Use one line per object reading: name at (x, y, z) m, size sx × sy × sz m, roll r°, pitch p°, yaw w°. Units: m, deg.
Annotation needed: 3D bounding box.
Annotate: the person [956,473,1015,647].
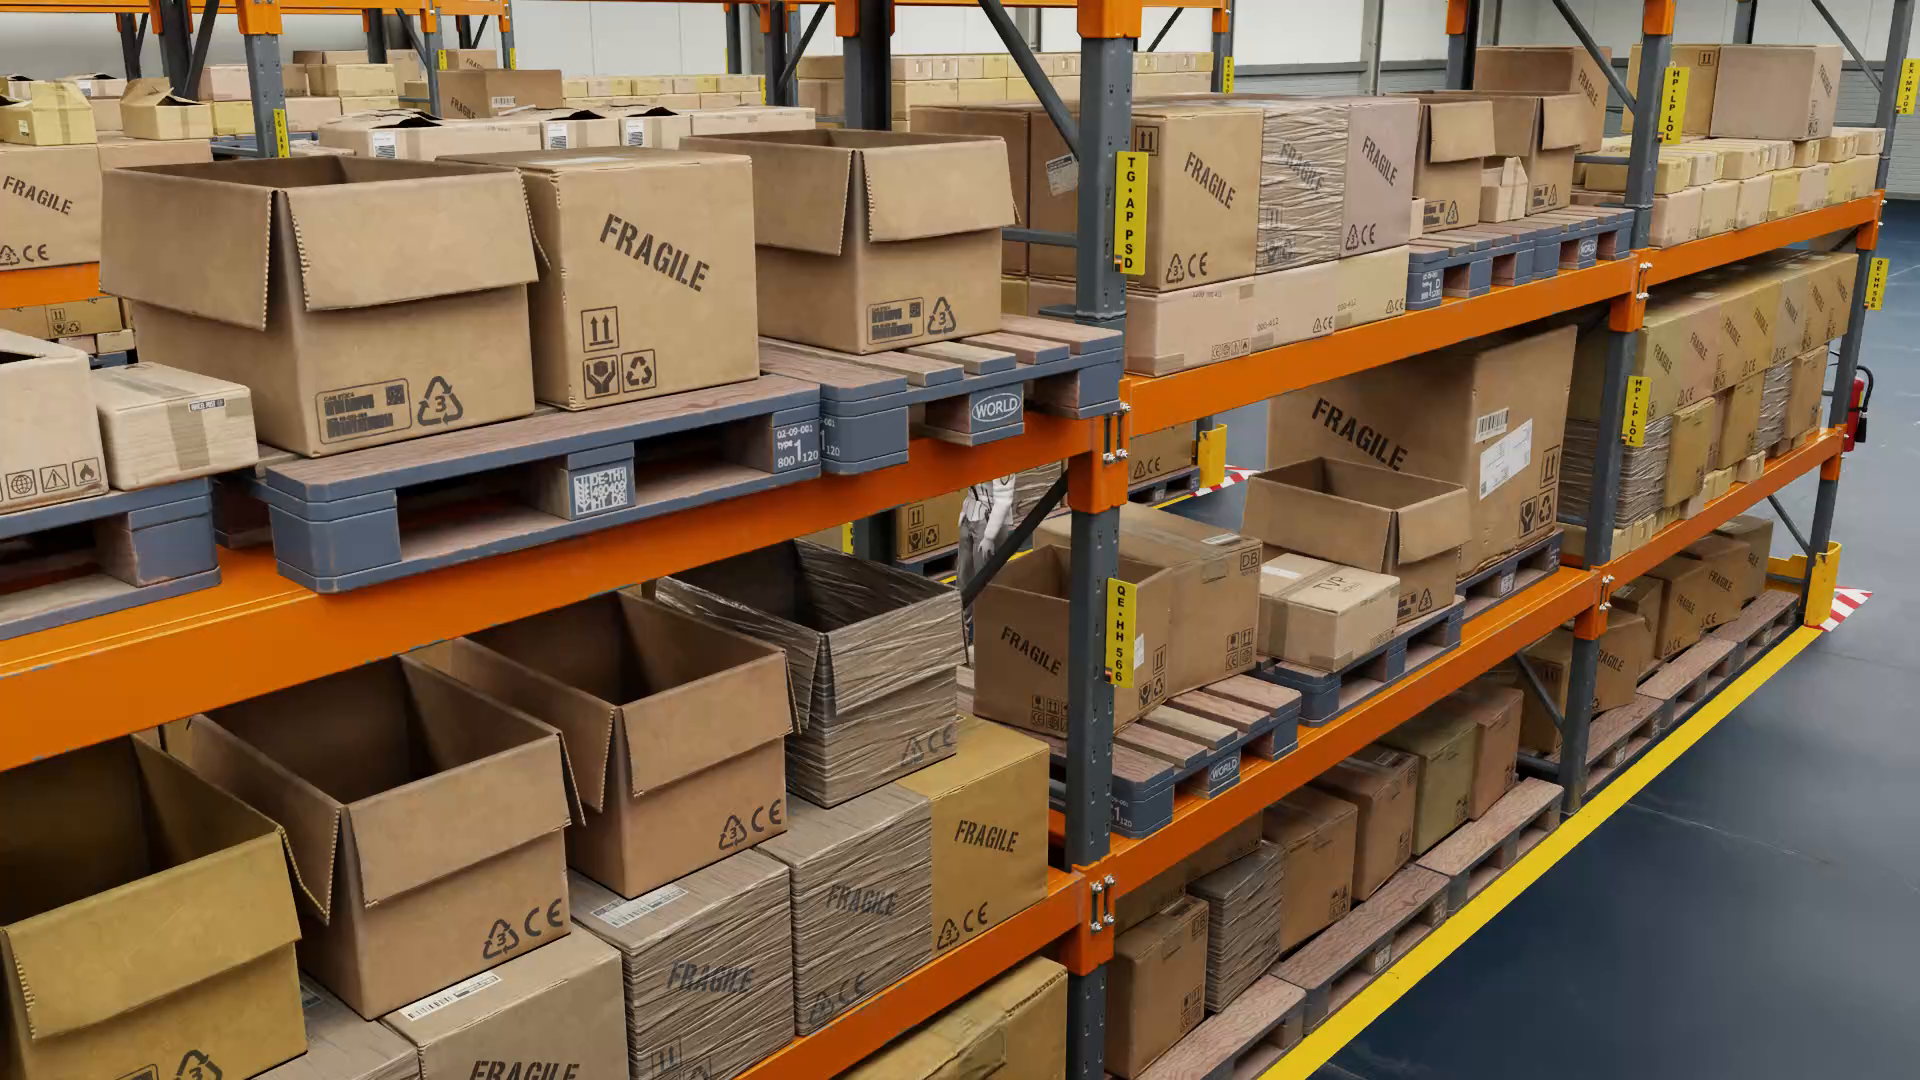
person at (0.088, -0.084, 10.229) m, size 0.532 × 1.694 × 0.586 m, roll -5°, pitch 18°, yaw -15°
